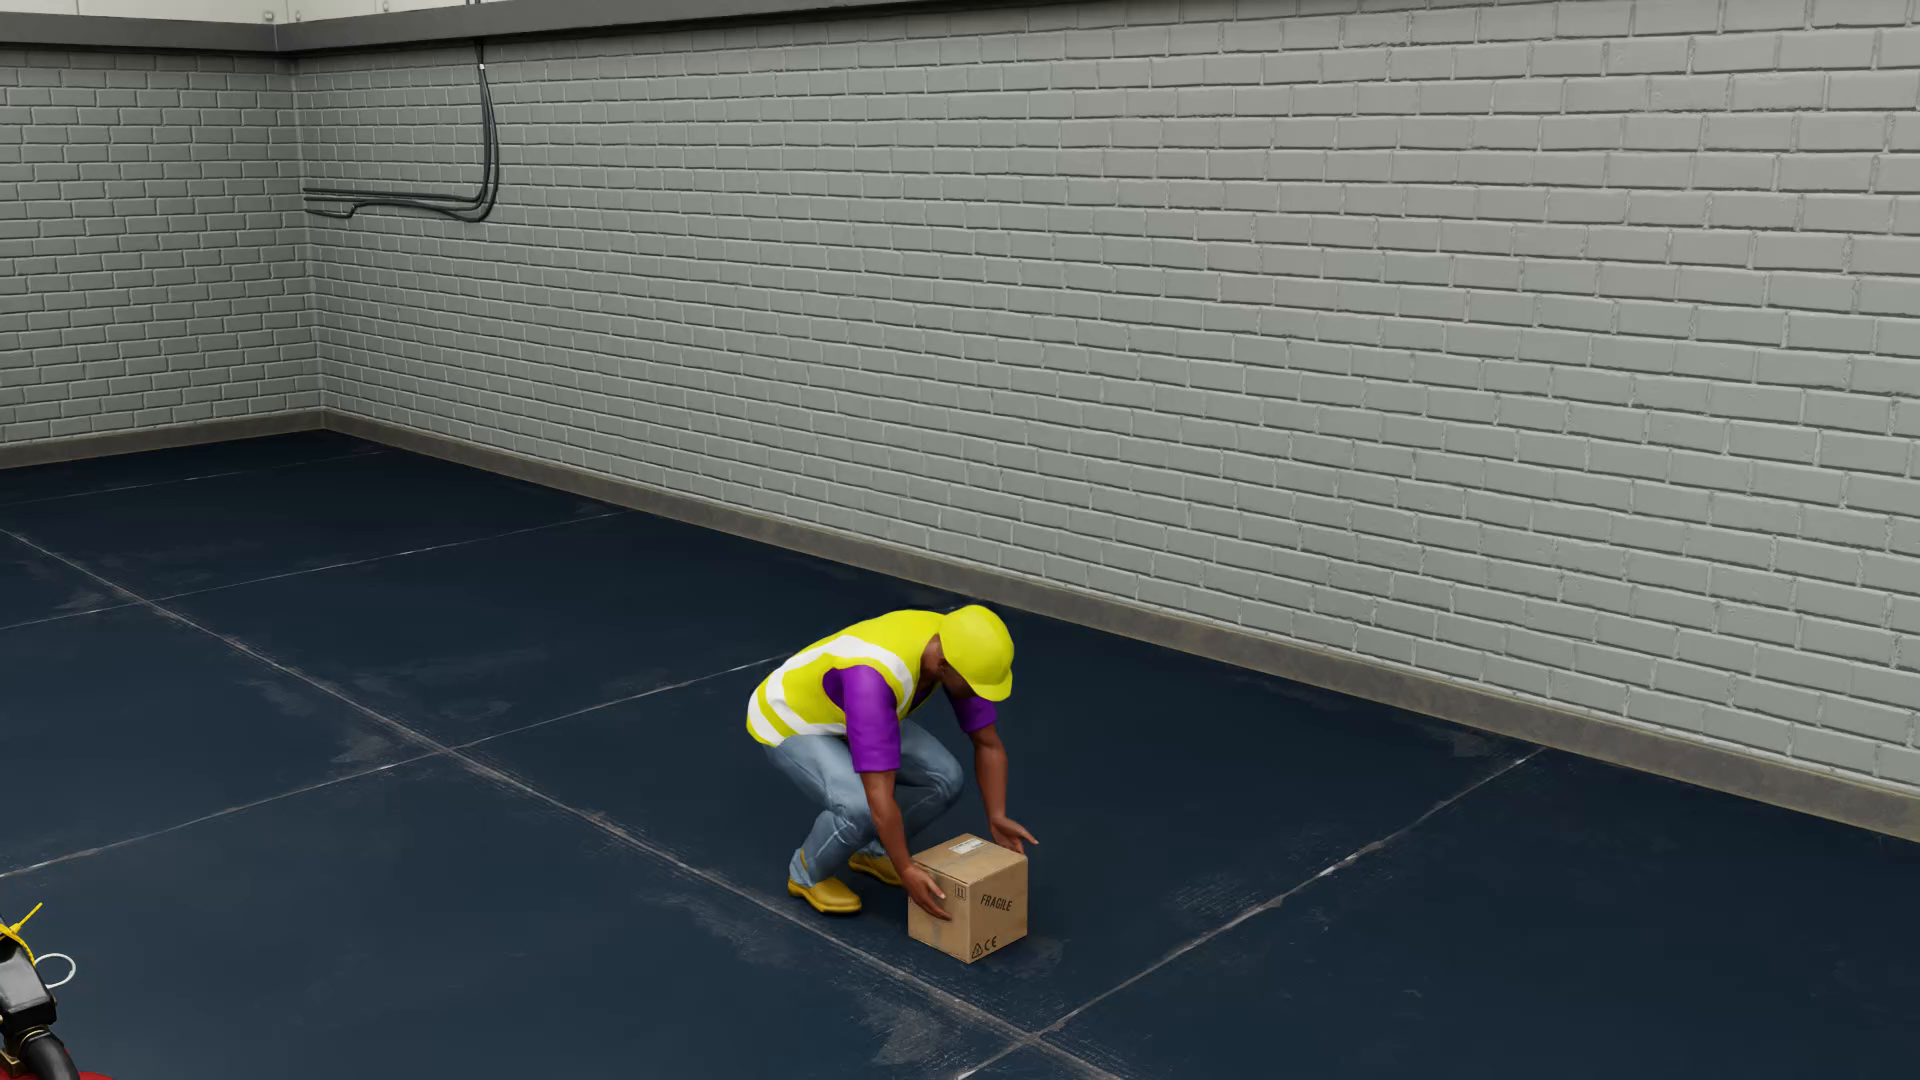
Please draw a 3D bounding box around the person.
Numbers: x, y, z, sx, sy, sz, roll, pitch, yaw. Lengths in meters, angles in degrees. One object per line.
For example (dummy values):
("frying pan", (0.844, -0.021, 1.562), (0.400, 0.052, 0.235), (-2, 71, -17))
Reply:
("person", (-0.205, 0.621, 5.030), (0.878, 0.995, 0.584), (13, 19, 42))
